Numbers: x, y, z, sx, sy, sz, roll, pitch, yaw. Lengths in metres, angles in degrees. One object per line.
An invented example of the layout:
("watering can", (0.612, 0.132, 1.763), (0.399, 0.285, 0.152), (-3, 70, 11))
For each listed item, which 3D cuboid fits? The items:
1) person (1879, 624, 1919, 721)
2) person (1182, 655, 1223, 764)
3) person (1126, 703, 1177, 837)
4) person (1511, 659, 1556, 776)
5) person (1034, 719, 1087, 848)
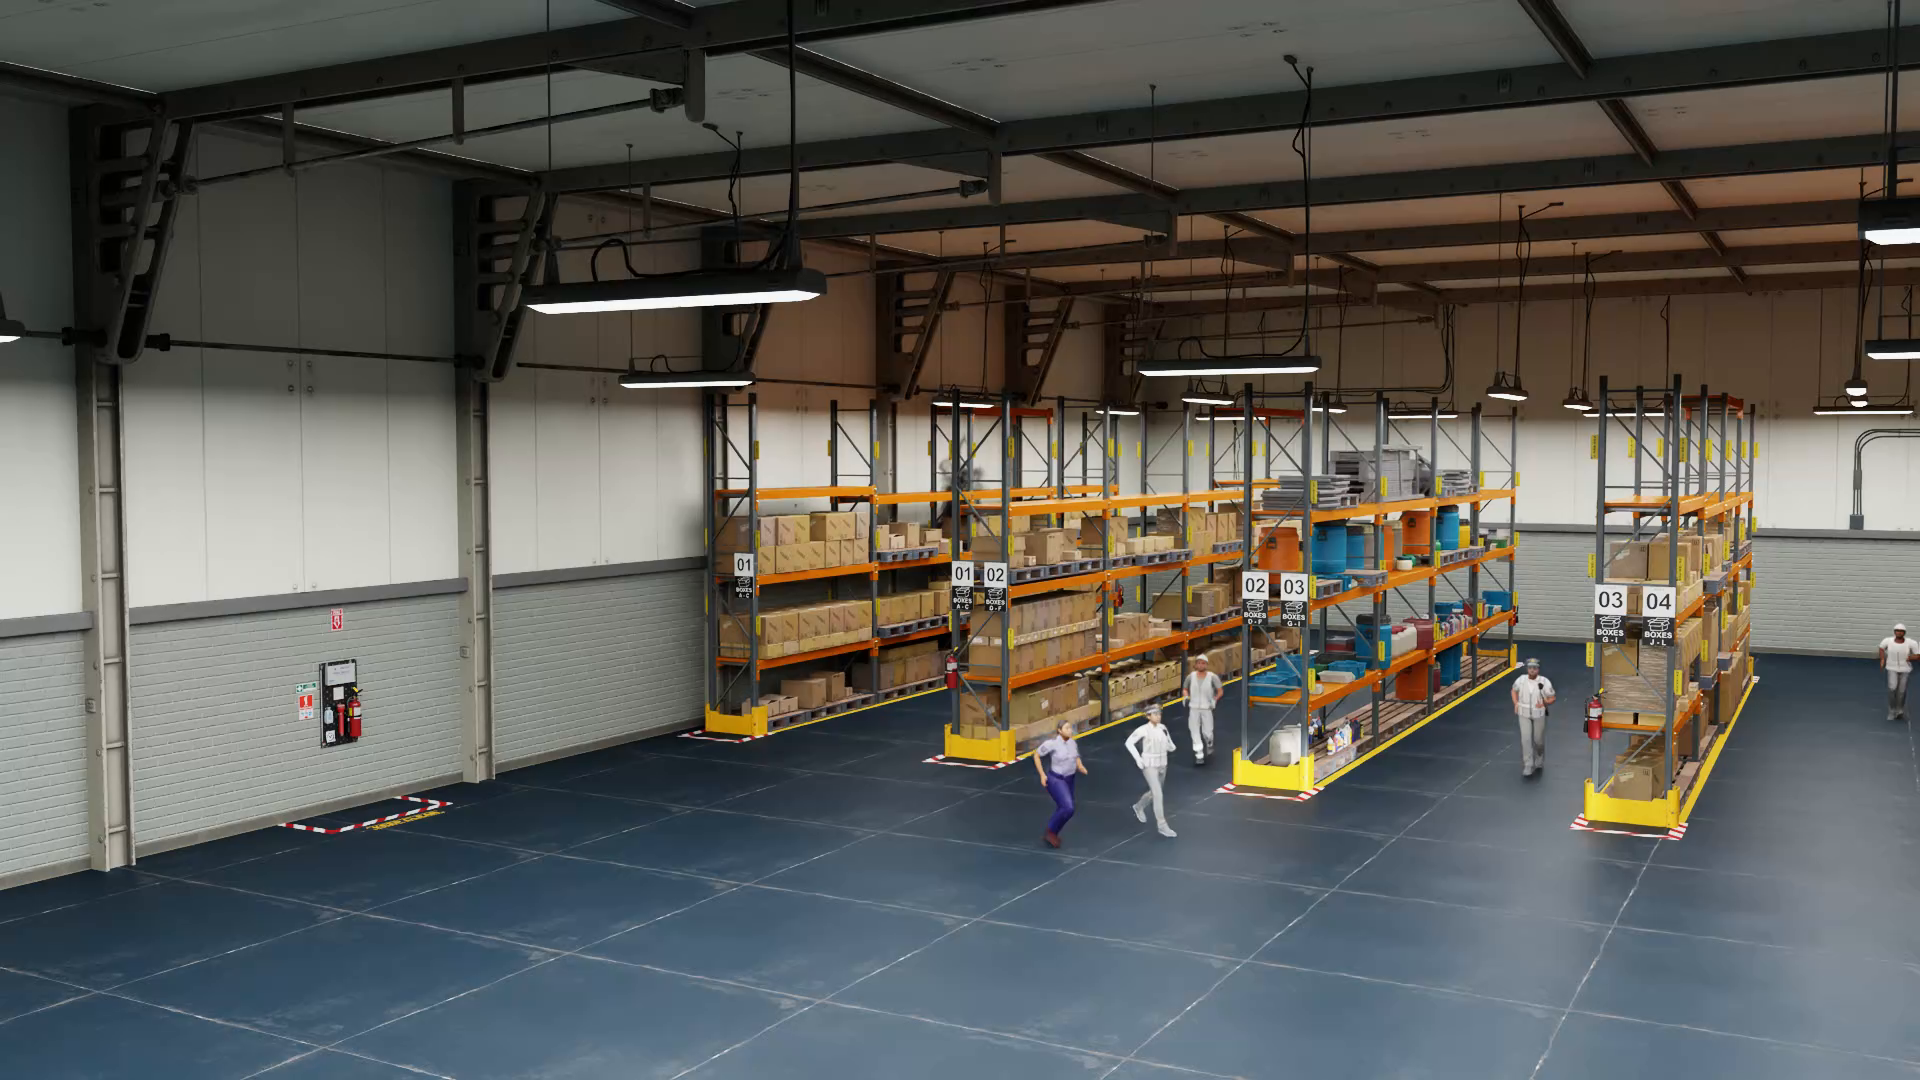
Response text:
("person", (17.473, 2.462, 30.913), (0.678, 1.827, 0.775), (2, 3, 27))
("person", (3.860, 2.696, 26.570), (0.653, 1.736, 0.621), (1, 3, 19))
("person", (2.535, 2.960, 21.710), (0.613, 1.678, 0.922), (-2, 4, -35))
("person", (8.879, 2.713, 25.793), (0.667, 1.778, 0.860), (1, 3, 24))
("person", (1.292, 3.055, 20.886), (0.576, 1.614, 0.721), (-3, 4, -44))
